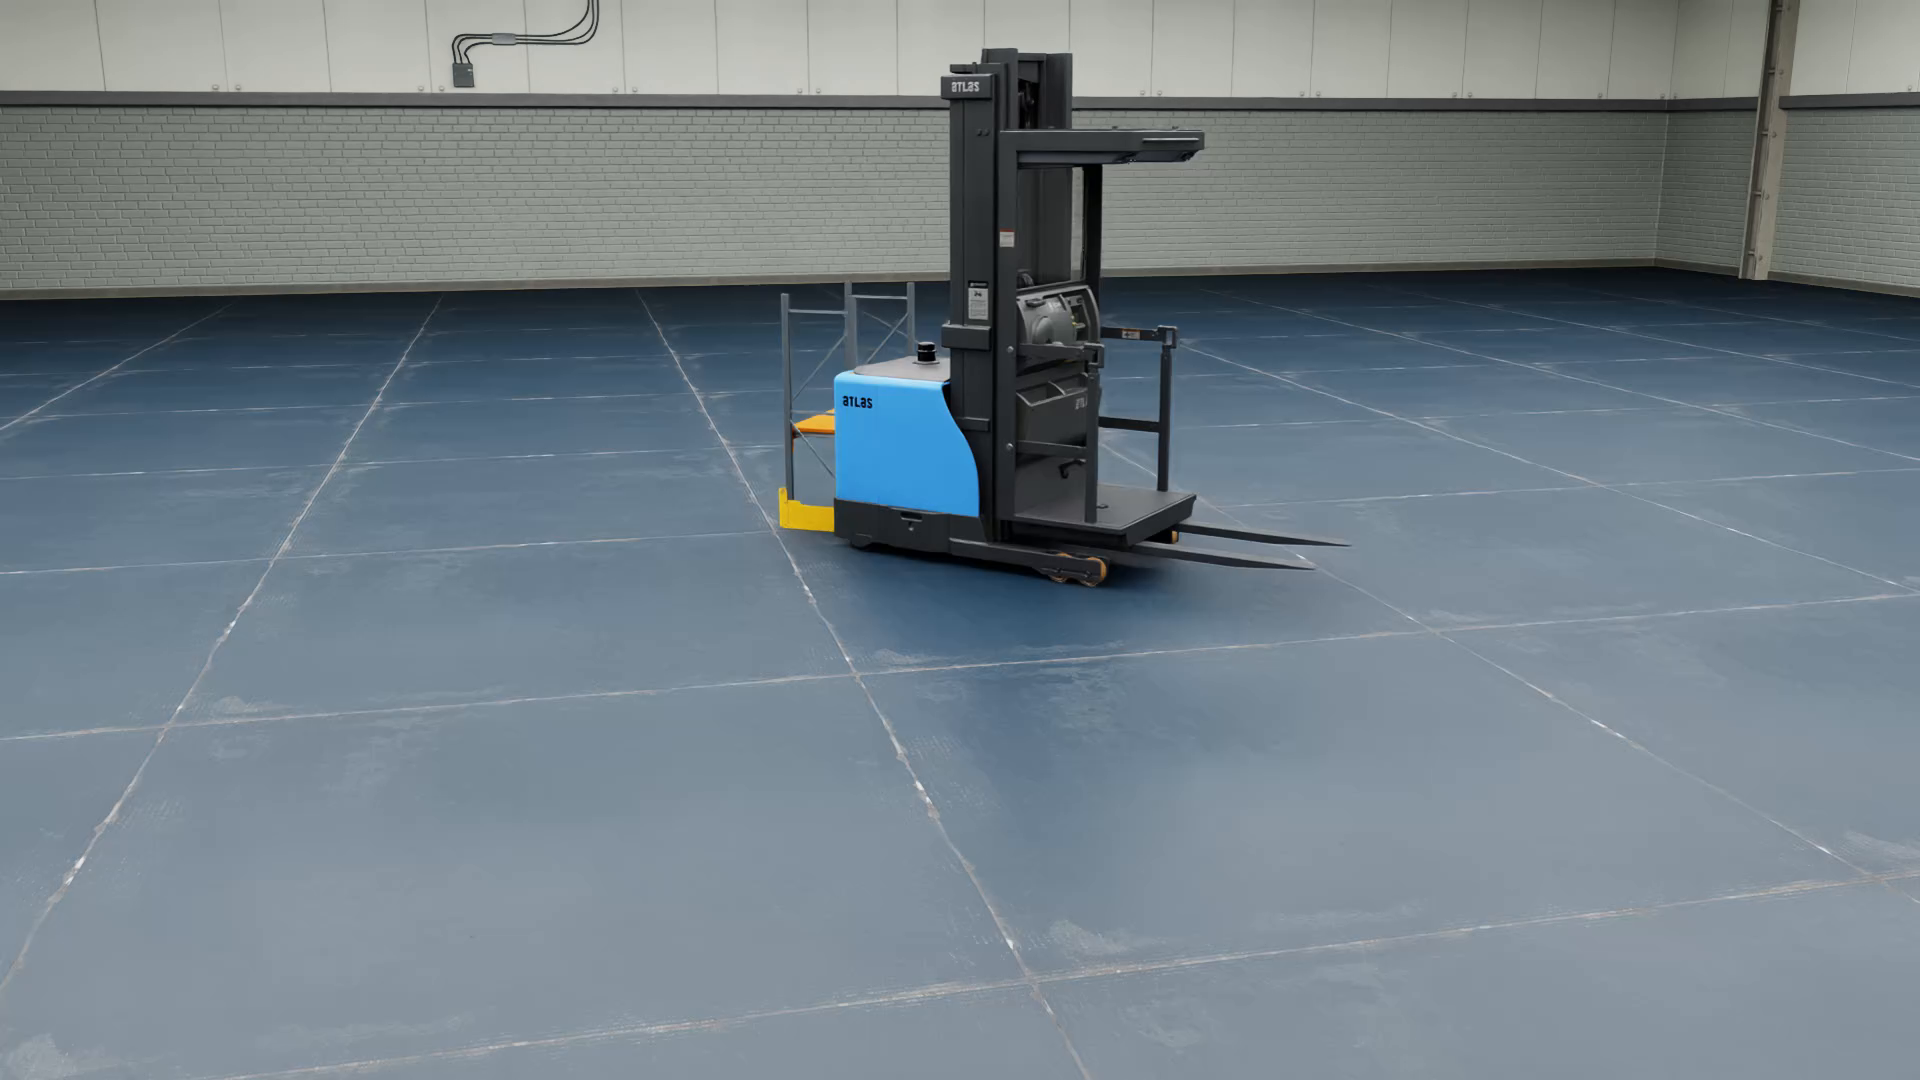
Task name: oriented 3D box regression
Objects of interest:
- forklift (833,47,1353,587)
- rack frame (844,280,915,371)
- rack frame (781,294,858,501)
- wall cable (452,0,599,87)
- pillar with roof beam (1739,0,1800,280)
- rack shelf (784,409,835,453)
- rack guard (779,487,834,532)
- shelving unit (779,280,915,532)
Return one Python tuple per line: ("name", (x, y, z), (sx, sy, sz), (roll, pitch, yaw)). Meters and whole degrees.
("forklift", (0.754, -1.305, 9.591), (3.031, 2.935, 1.130), (8, 16, 30))
("rack frame", (-0.548, -1.025, 11.462), (0.500, 1.500, 0.032), (5, 14, 19))
("rack frame", (-0.881, -0.797, 10.529), (0.500, 1.500, 0.032), (5, 14, 19))
("wall cable", (-6.860, -10.133, 25.777), (2.305, 6.003, 0.169), (-3, 14, -13))
("pillar with roof beam", (9.749, -8.718, 27.150), (9.100, 9.000, 0.400), (-3, 14, -13))
("rack shelf", (-0.715, -0.736, 11.038), (0.538, 0.185, 1.000), (5, 14, 19))
("rack guard", (-0.881, -0.190, 10.678), (0.587, 0.250, 0.087), (5, 14, 19))
("shelving unit", (-0.718, -0.909, 10.987), (0.587, 1.500, 1.083), (5, 14, 19))
